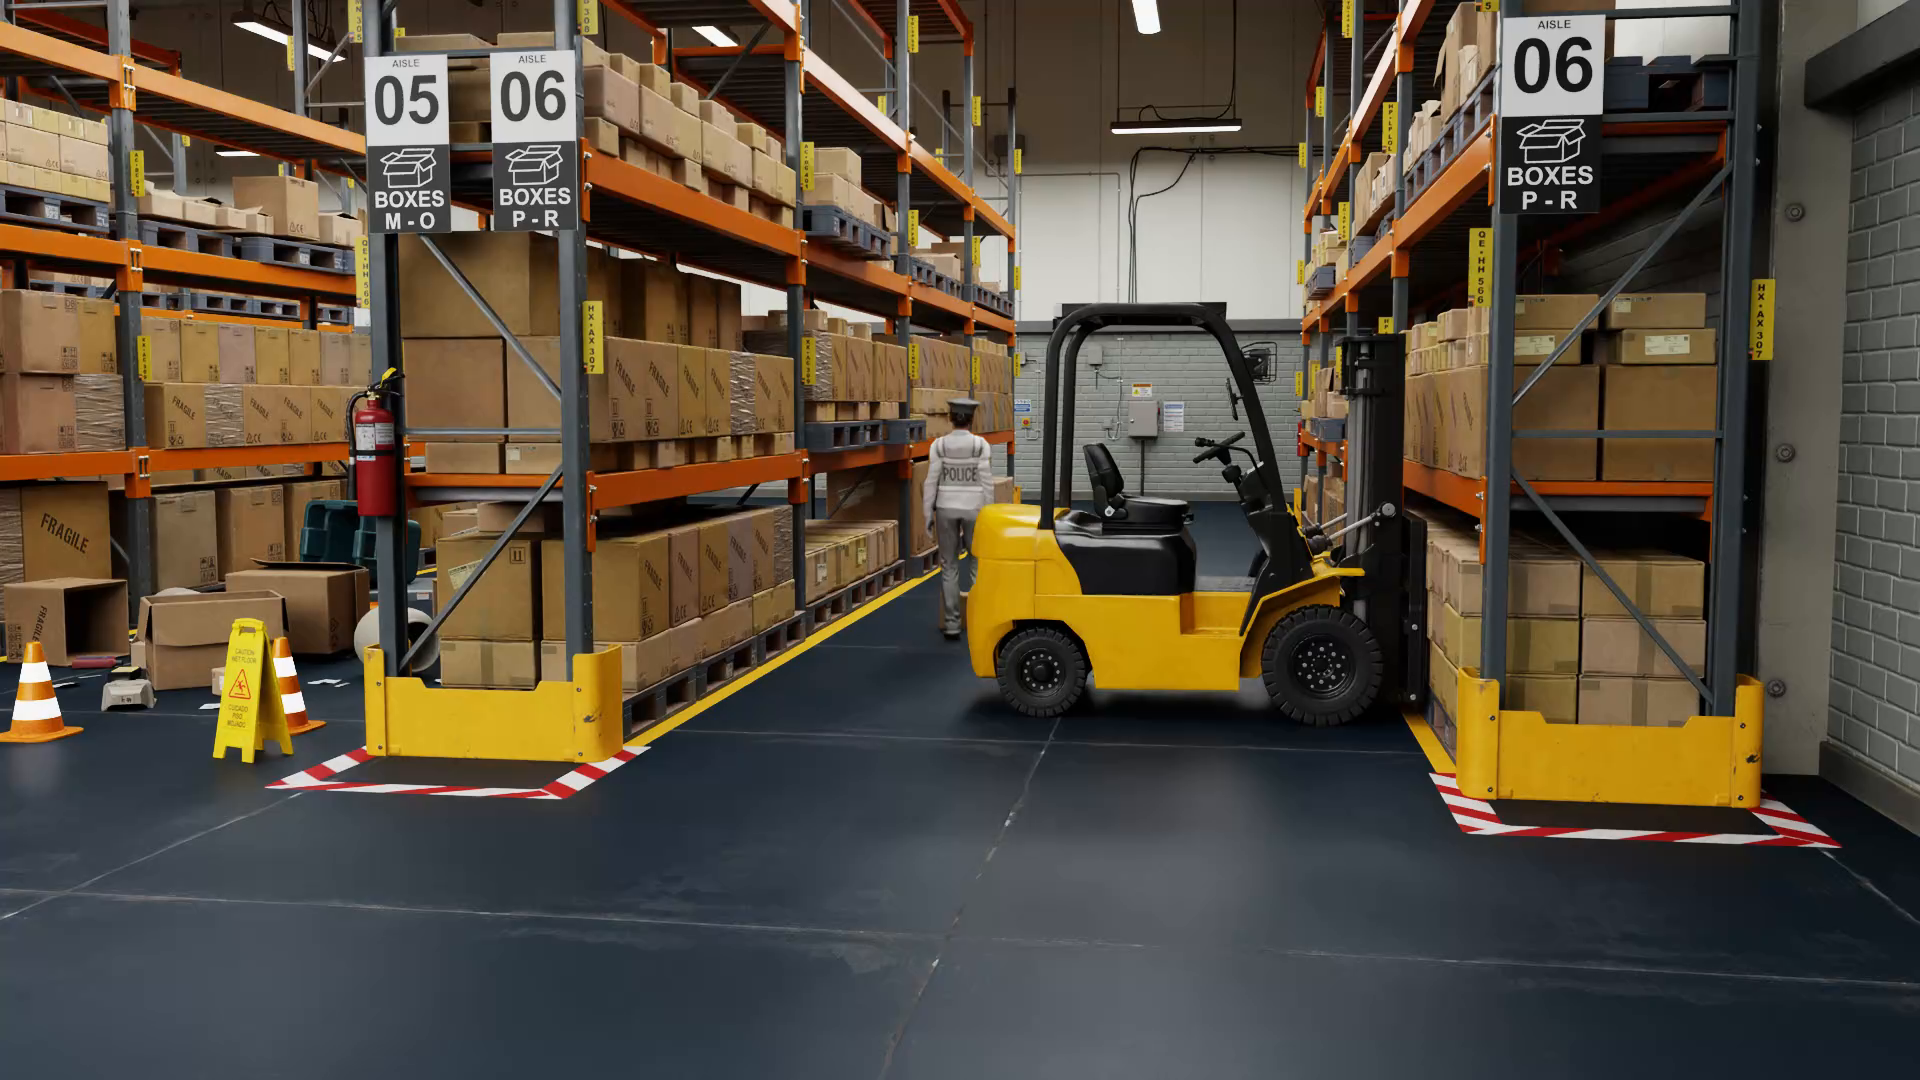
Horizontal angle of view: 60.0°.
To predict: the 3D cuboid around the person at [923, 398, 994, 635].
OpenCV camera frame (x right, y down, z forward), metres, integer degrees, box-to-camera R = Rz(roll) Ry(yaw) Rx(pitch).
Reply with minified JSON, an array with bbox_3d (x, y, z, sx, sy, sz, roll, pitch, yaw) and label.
[{"bbox_3d":[-0.006,-0.139,11.692,0.500,1.719,0.387,0,5,2],"label":"person"}]
